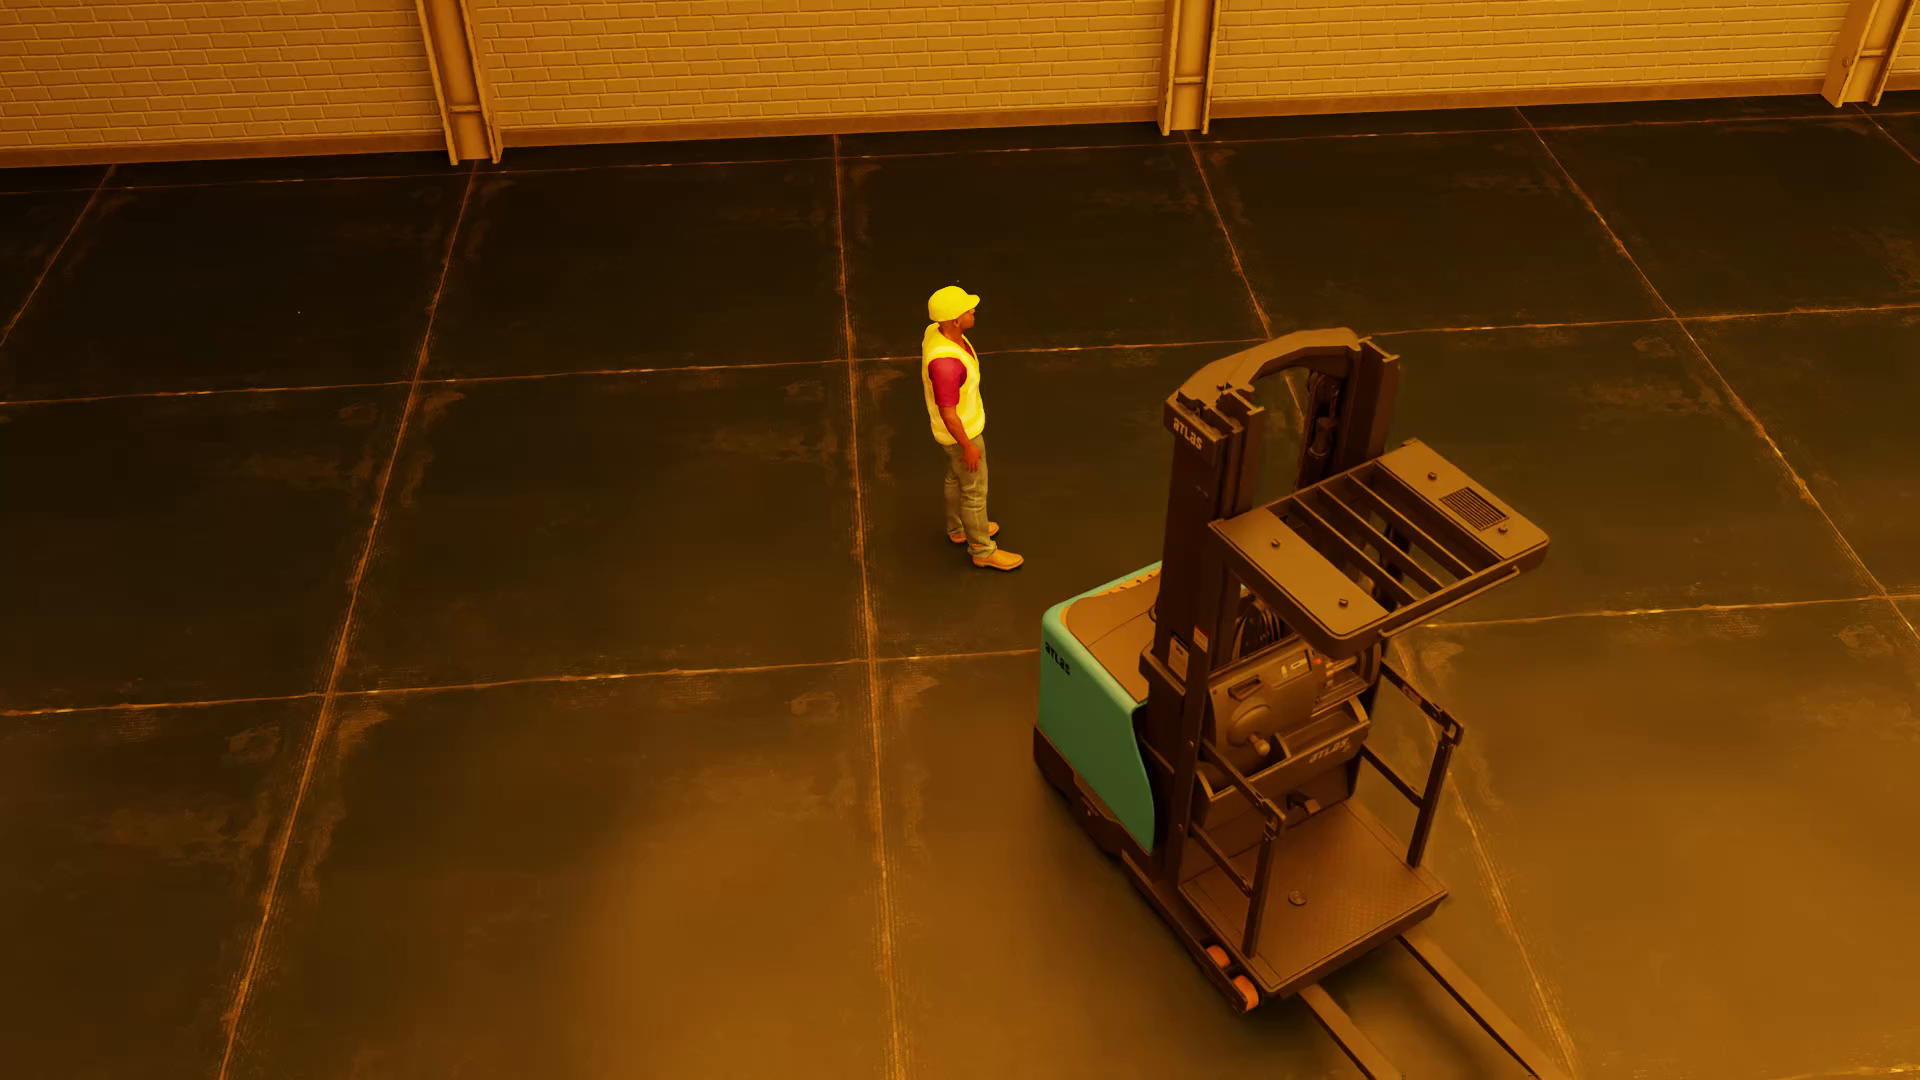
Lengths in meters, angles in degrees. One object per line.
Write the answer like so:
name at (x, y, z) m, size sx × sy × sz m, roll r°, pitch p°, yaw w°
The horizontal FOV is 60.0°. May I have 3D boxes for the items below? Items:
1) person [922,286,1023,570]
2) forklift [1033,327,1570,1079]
person at (0.070, -0.677, 9.615) m, size 0.575 × 1.768 × 0.665 m, roll -3°, pitch 41°, yaw -4°
forklift at (1.578, 0.705, 7.113) m, size 1.130 × 2.935 × 3.031 m, roll -21°, pitch 45°, yaw -23°
